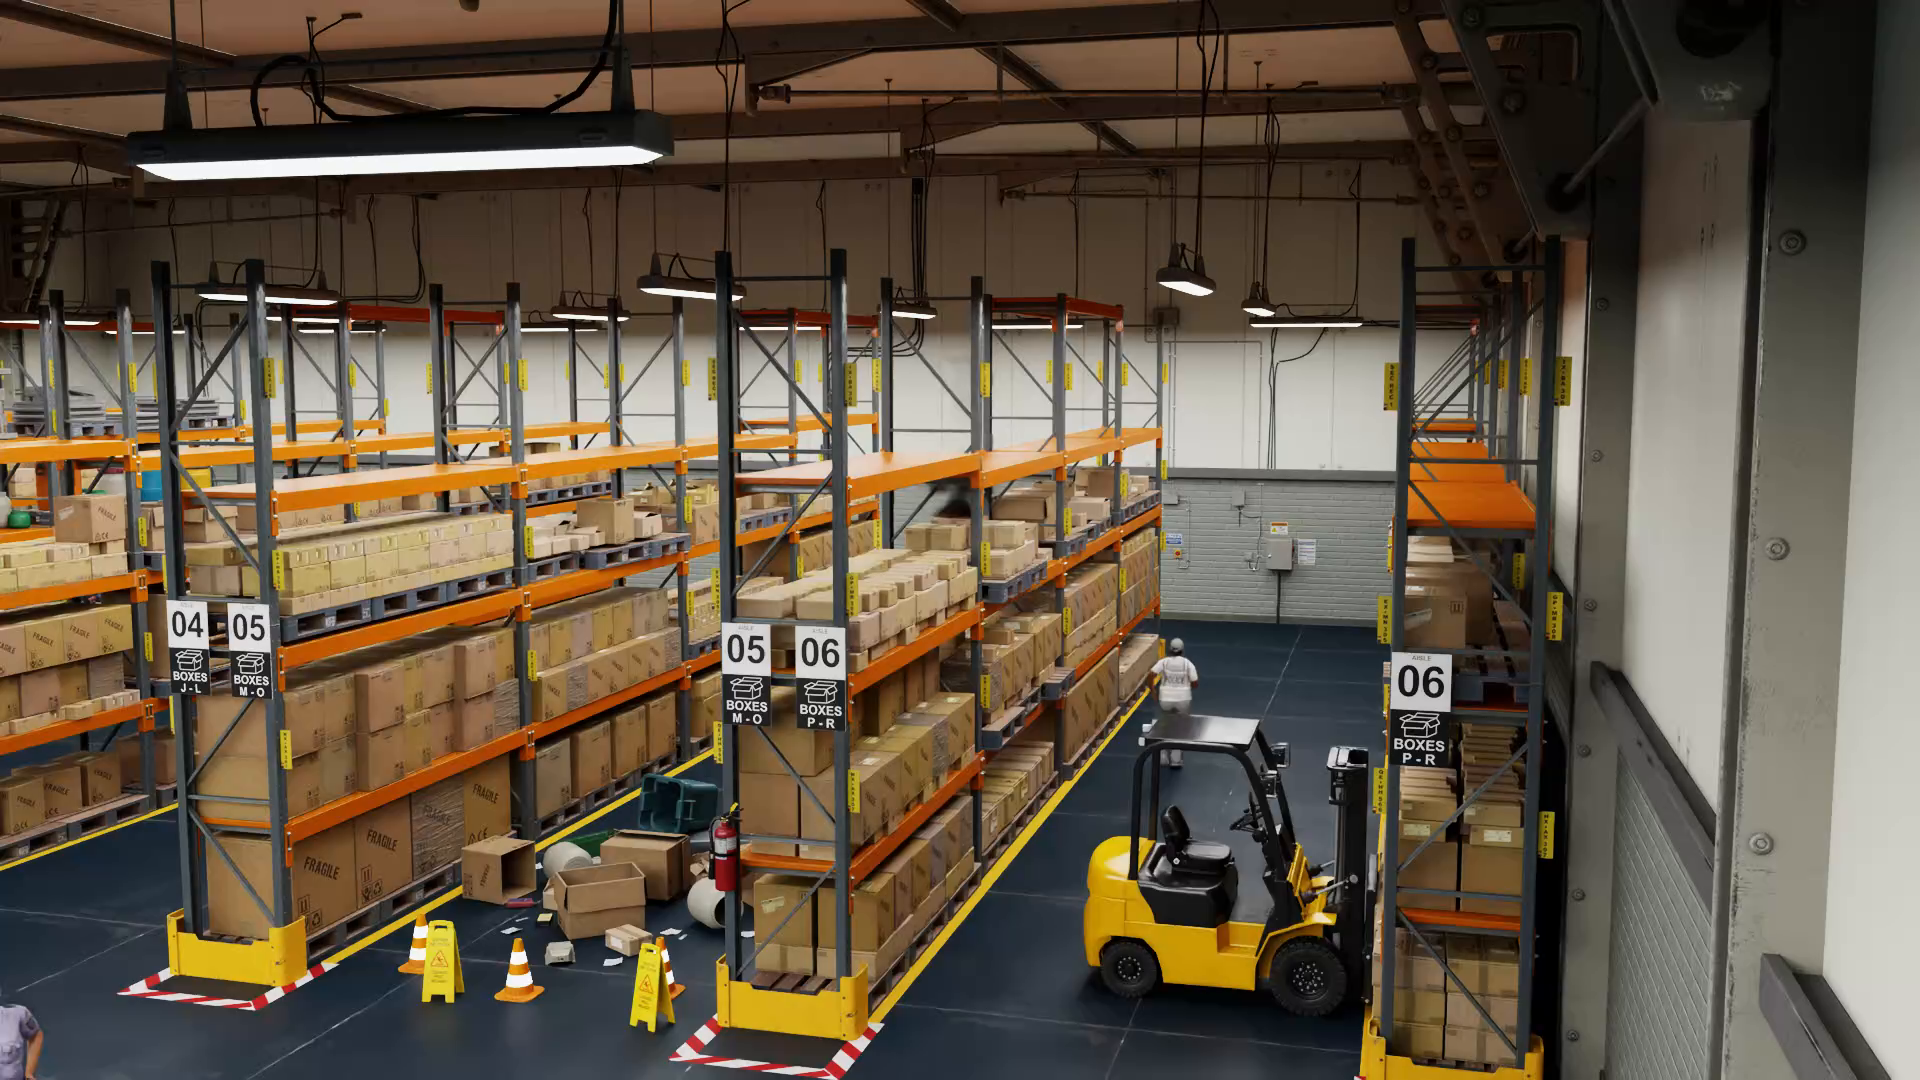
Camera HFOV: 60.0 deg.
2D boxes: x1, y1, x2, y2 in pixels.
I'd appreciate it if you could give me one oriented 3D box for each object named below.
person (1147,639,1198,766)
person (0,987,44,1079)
[{"bbox_3d":[2.757,2.092,21.434,0.626,1.662,0.637,2,6,17],"label":"person"},{"bbox_3d":[-5.729,3.342,9.841,0.607,1.636,0.769,-5,8,-37],"label":"person"}]
